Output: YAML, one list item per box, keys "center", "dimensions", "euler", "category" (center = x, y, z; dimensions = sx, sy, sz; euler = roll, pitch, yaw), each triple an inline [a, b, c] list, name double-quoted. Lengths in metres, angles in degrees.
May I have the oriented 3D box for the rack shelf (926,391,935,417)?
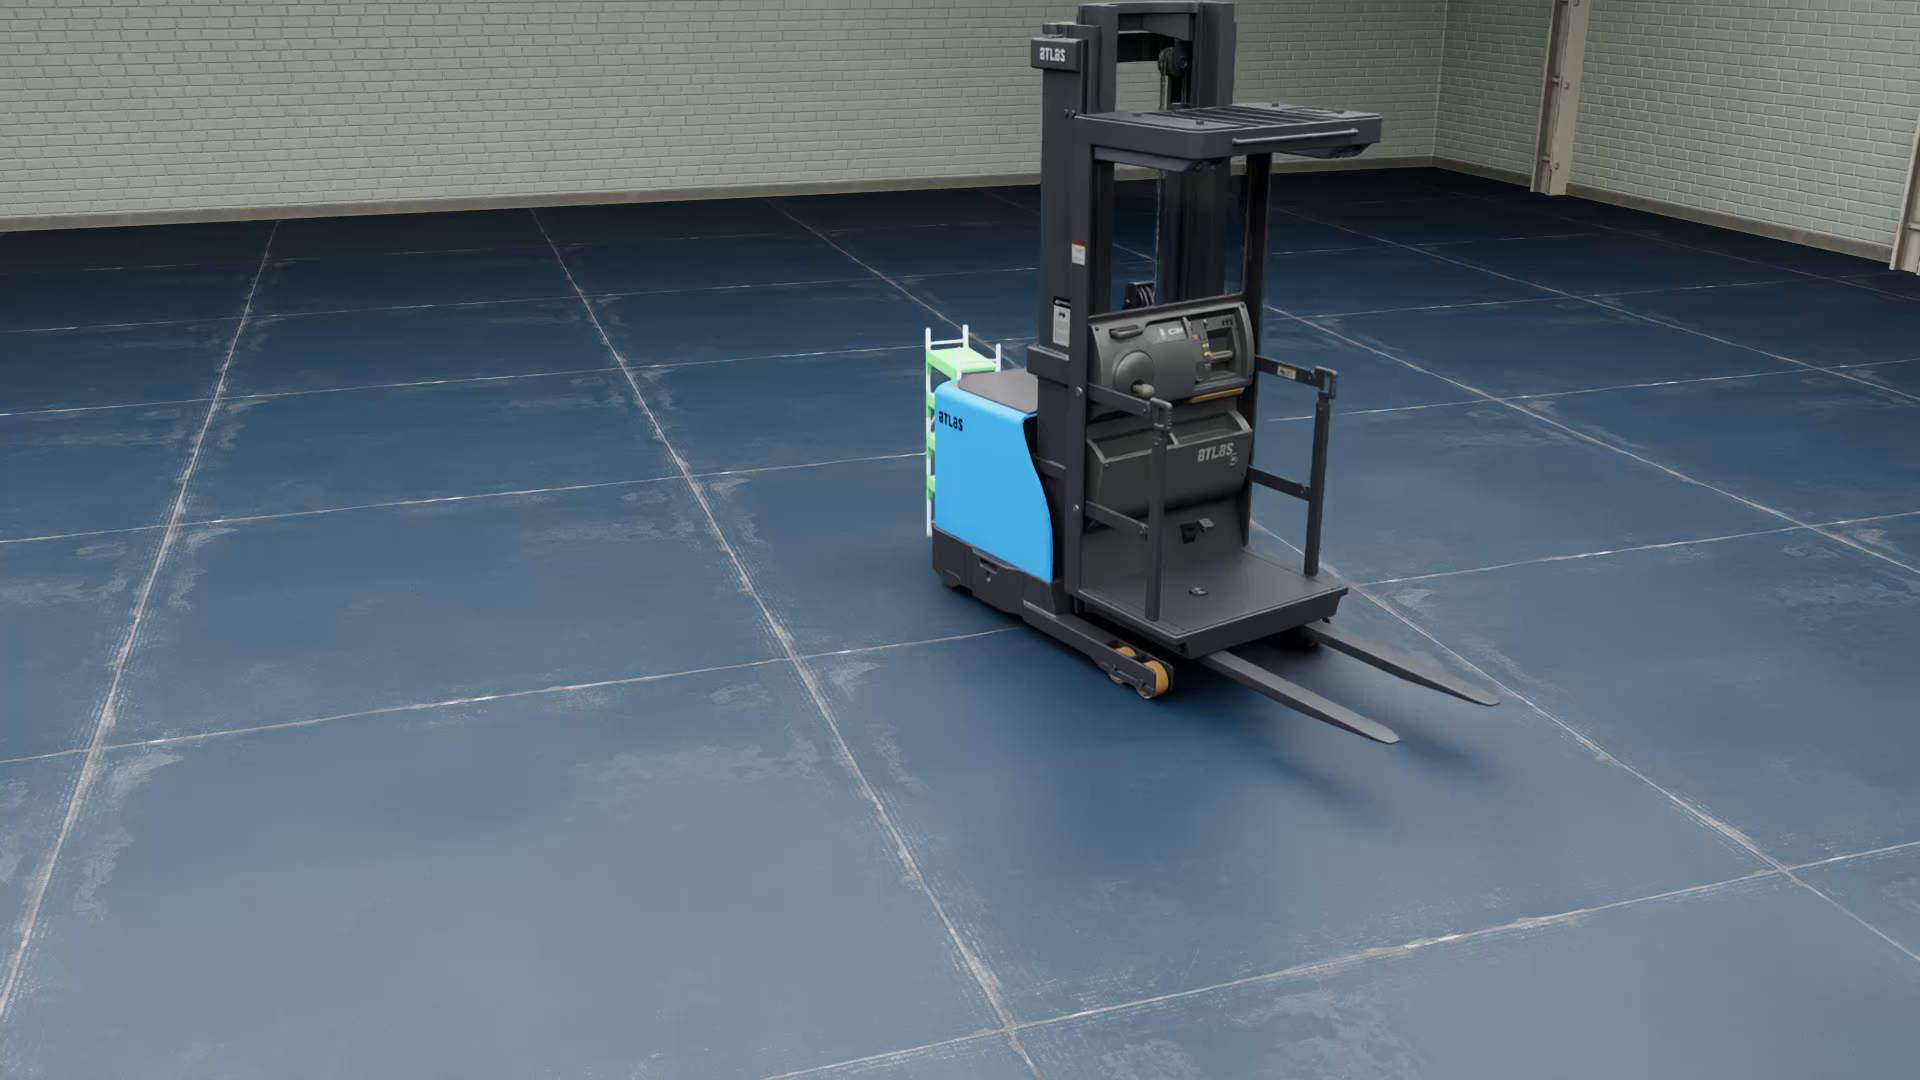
- center: [0.013, -0.692, 9.047]
  dimensions: [0.258, 0.148, 0.480]
  euler: [-7, 21, -19]
  category: "rack shelf"

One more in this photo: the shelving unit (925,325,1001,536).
- center: [0.013, -0.526, 9.107]
  dimensions: [0.258, 1.200, 0.503]
  euler: [-7, 21, -19]
  category: "shelving unit"

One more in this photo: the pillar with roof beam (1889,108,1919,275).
- center: [5.754, -6.544, 14.324]
  dimensions: [9.100, 9.000, 0.400]
  euler: [-6, 21, -17]
  category: "pillar with roof beam"

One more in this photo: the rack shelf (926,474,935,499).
- center: [0.013, -0.240, 9.209]
  dimensions: [0.258, 0.148, 0.480]
  euler: [-7, 21, -19]
  category: "rack shelf"

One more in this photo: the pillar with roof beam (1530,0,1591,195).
- center: [3.868, -8.469, 19.684]
  dimensions: [9.100, 9.000, 0.400]
  euler: [-6, 21, -17]
  category: "pillar with roof beam"

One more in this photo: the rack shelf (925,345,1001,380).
- center: [0.013, -0.918, 8.966]
  dimensions: [0.258, 0.148, 0.480]
  euler: [-7, 21, -19]
  category: "rack shelf"

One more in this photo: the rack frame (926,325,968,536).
- center: [-0.072, -0.604, 9.322]
  dimensions: [0.240, 1.200, 0.015]
  euler: [-7, 21, -19]
  category: "rack frame"

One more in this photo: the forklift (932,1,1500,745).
- center: [1.105, -0.855, 7.460]
  dimensions: [1.130, 2.935, 3.031]
  euler: [-13, 24, -32]
  category: "forklift"

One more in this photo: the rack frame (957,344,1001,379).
- center: [0.098, -0.449, 8.891]
  dimensions: [0.240, 1.200, 0.015]
  euler: [-7, 21, -19]
  category: "rack frame"

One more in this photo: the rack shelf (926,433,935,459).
- center: [0.013, -0.466, 9.128]
  dimensions: [0.258, 0.148, 0.480]
  euler: [-7, 21, -19]
  category: "rack shelf"
